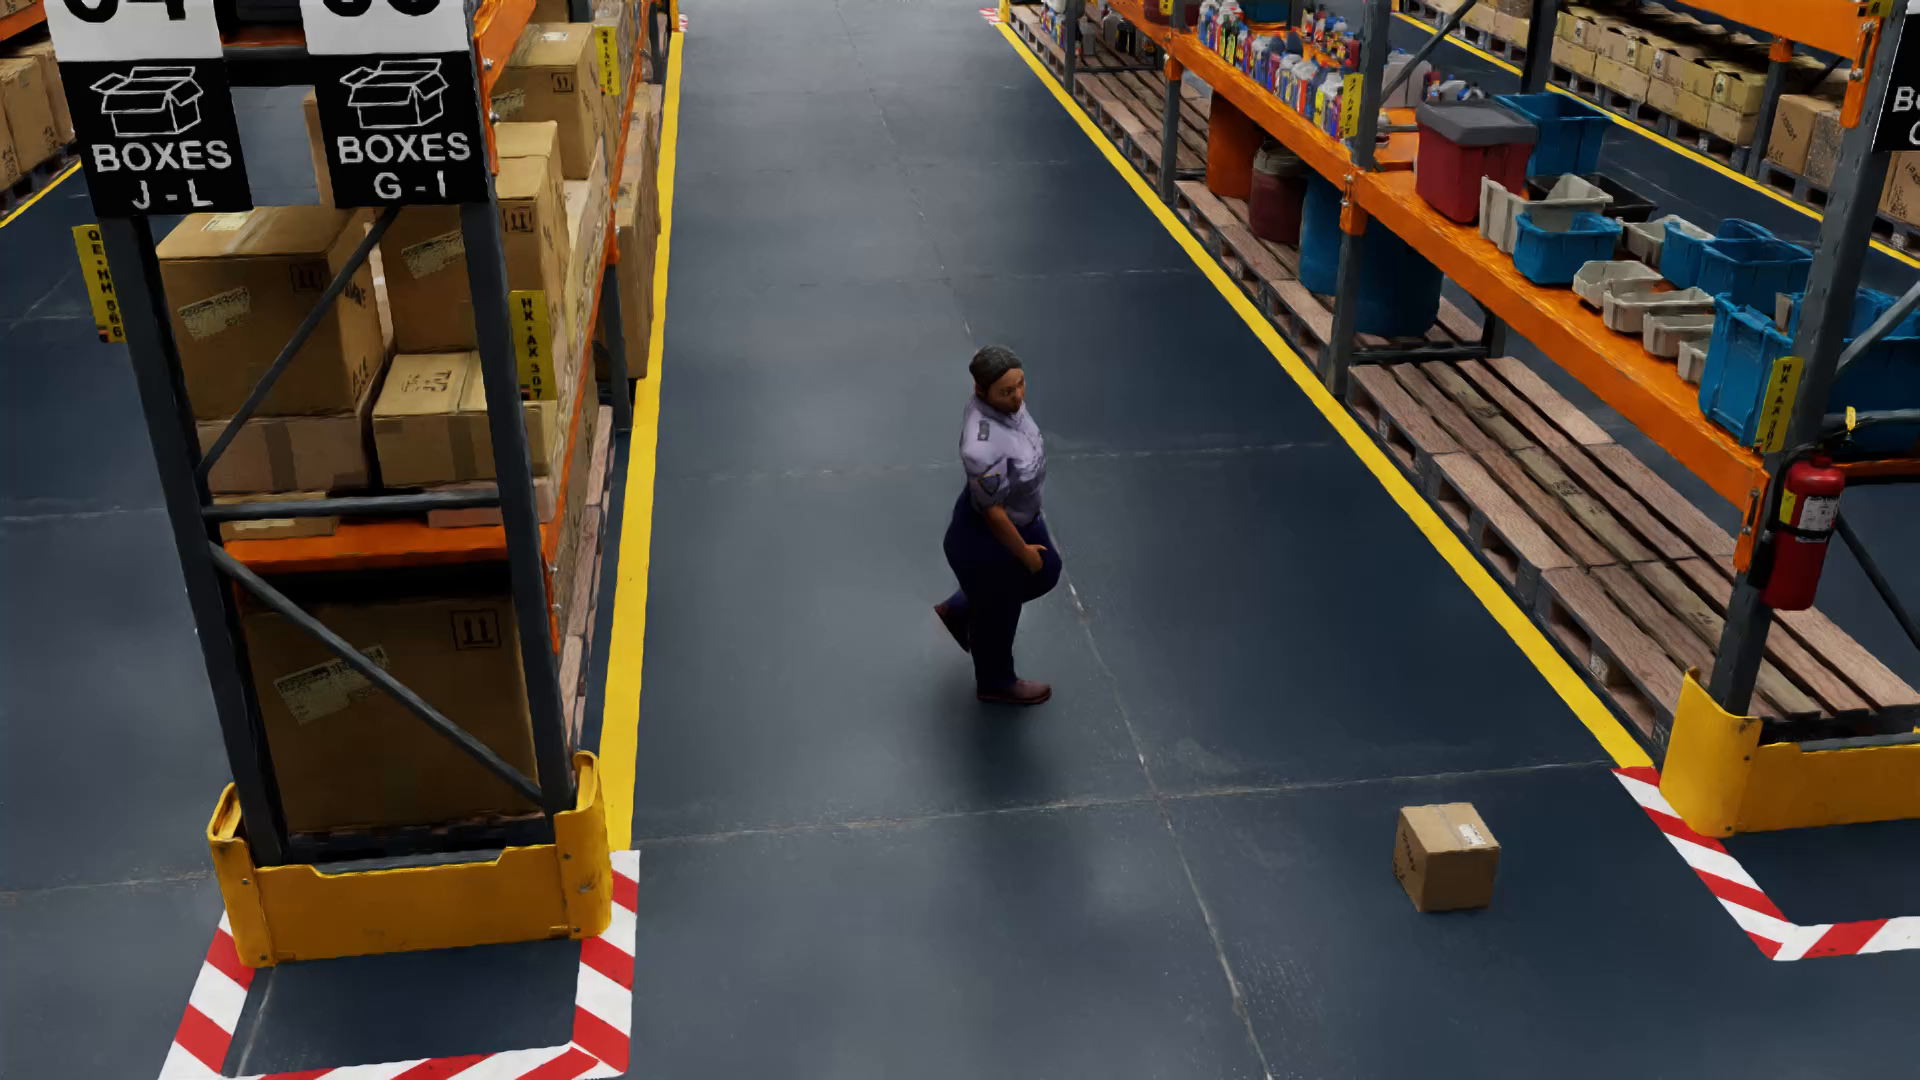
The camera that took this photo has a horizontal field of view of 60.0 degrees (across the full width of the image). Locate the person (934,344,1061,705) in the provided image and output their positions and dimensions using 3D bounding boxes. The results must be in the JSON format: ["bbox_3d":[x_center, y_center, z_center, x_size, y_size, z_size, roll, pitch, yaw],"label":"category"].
[{"bbox_3d":[0.119,-0.041,6.235,0.511,1.611,0.690,3,28,7],"label":"person"}]
